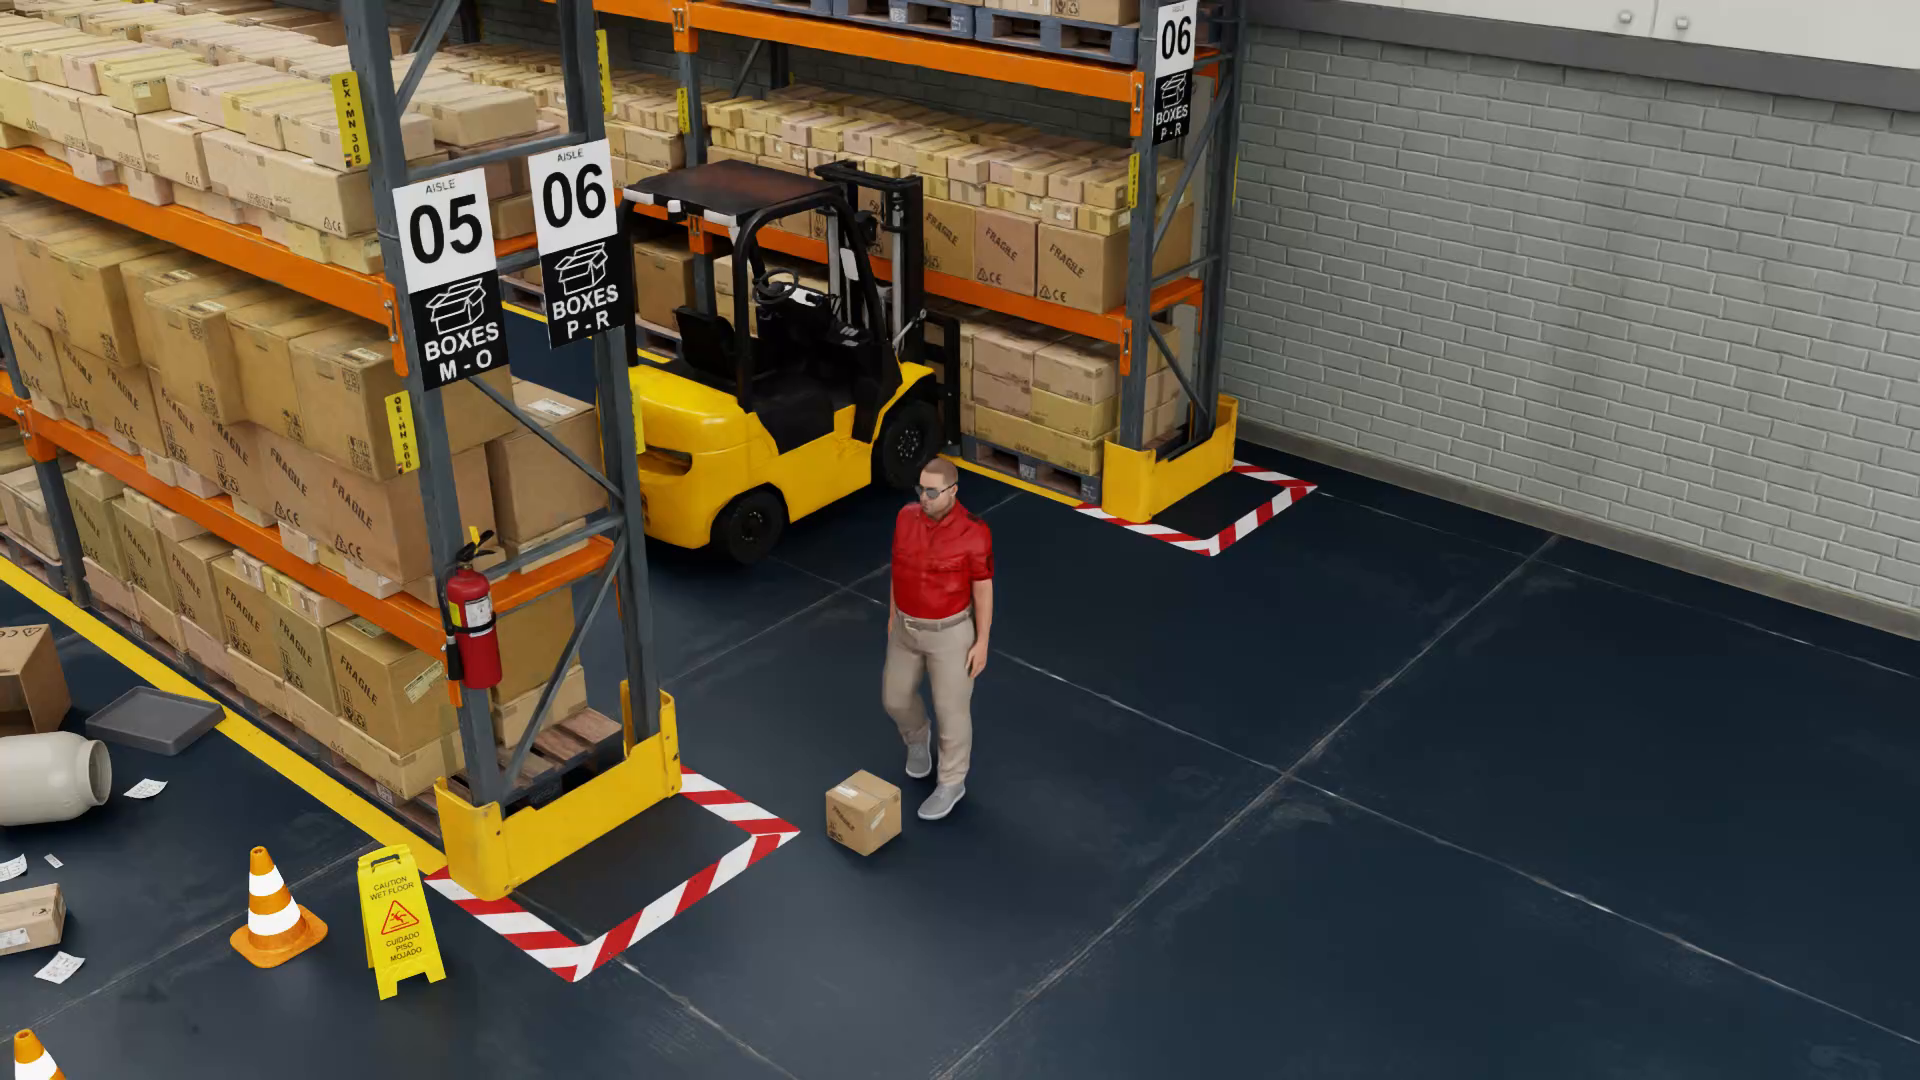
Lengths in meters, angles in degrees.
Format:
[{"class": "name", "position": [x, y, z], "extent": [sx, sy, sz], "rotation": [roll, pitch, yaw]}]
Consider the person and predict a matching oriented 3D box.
[{"class": "person", "position": [-0.129, 0.450, 7.767], "extent": [0.555, 1.741, 0.551], "rotation": [16, 31, 28]}]
